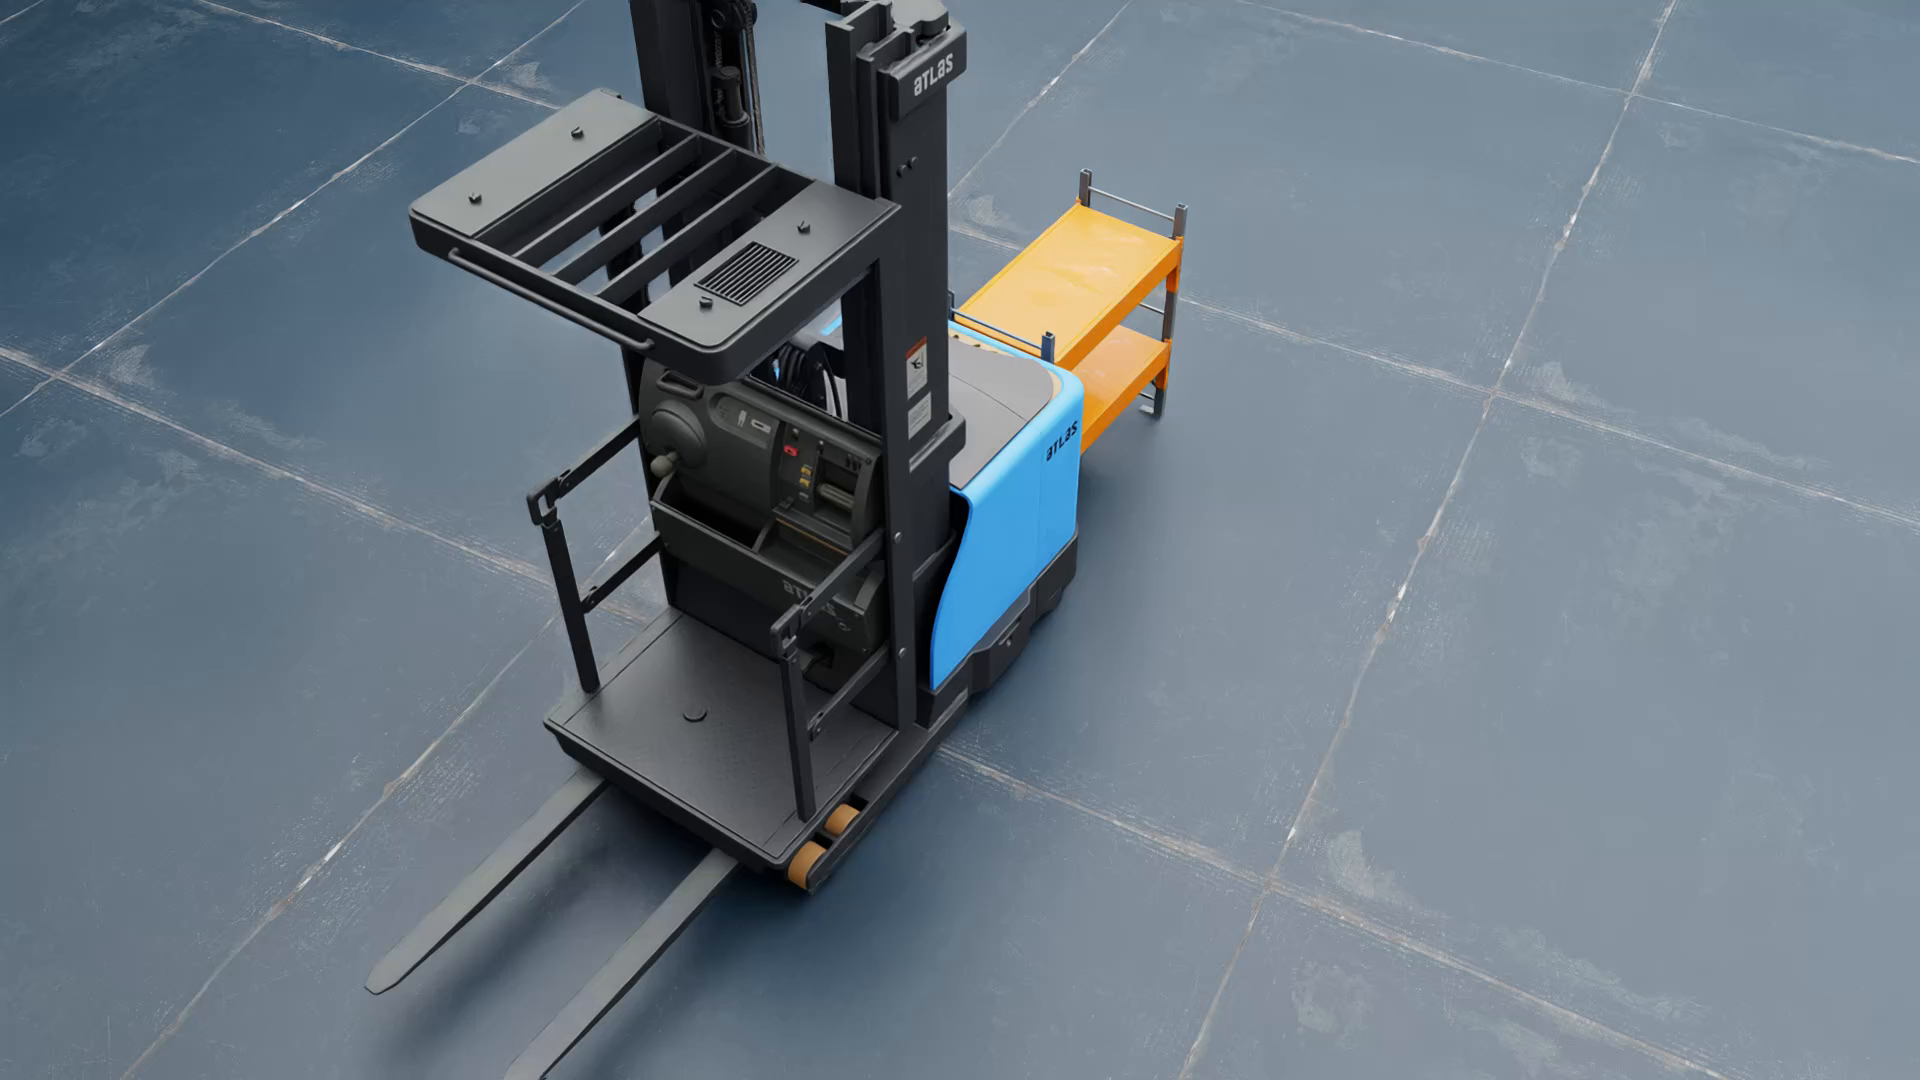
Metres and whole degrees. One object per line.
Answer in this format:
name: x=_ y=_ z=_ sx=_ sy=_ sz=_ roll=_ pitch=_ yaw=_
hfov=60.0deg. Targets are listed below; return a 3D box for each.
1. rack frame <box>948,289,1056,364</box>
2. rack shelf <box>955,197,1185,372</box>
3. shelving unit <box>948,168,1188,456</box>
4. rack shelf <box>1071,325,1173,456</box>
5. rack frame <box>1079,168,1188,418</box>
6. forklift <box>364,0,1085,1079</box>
rack frame: x=0.143 y=-0.464 z=6.698 sx=0.500 sy=1.125 sz=0.032 roll=26 pitch=51 yaw=23
rack shelf: x=0.431 y=-0.968 z=6.784 sx=0.538 sy=0.278 sz=1.000 roll=26 pitch=51 yaw=23
shelving unit: x=0.431 y=-0.762 z=6.992 sx=0.538 sy=1.125 sz=1.048 roll=26 pitch=51 yaw=23
rack shelf: x=0.431 y=-0.590 z=7.166 sx=0.538 sy=0.278 sz=1.000 roll=26 pitch=51 yaw=23
rack frame: x=0.719 y=-1.060 z=7.287 sx=0.500 sy=1.125 sz=0.032 roll=26 pitch=51 yaw=23
forklift: x=-0.774 y=-0.203 z=5.170 sx=1.130 sy=2.935 sz=3.031 roll=26 pitch=51 yaw=23
